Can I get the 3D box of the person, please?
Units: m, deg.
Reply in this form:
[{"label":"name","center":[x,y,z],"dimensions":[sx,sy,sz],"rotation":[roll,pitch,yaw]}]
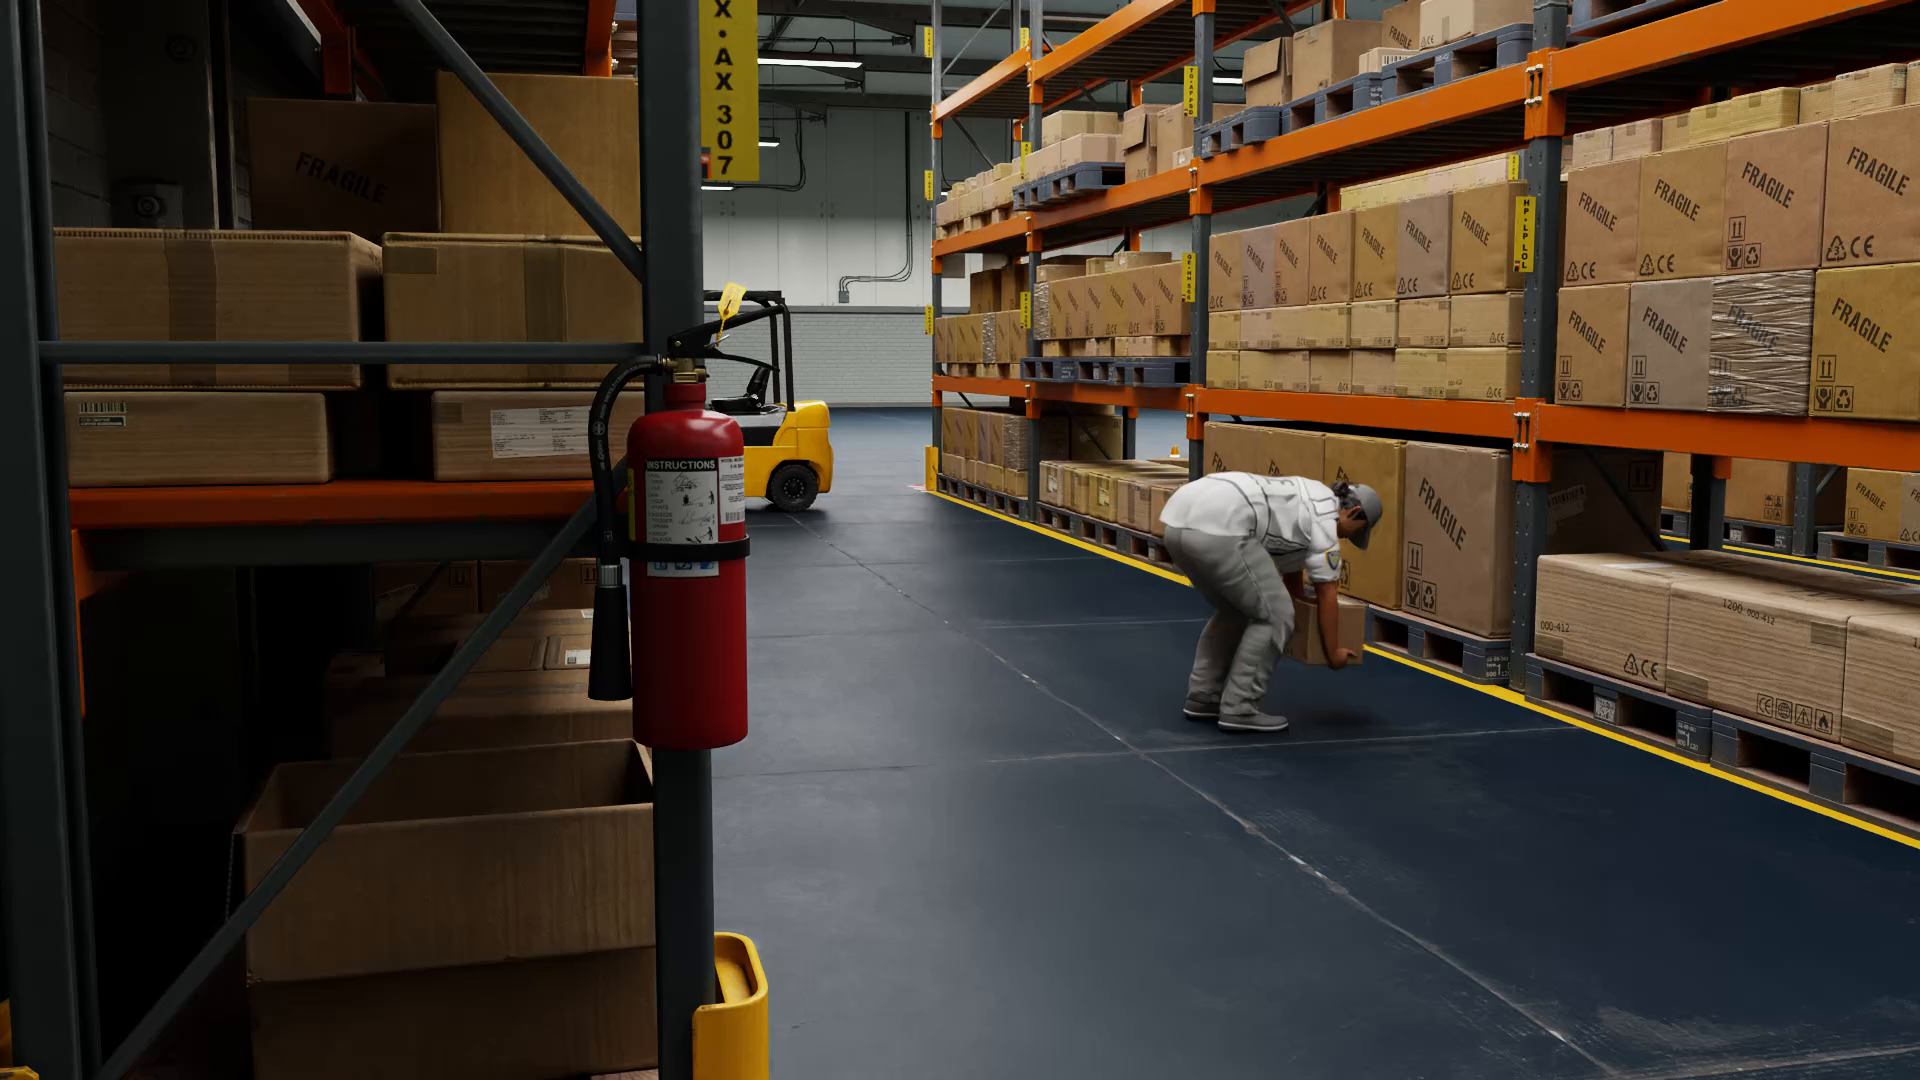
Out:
[{"label":"person","center":[1.295,0.238,6.861],"dimensions":[0.952,1.047,0.476],"rotation":[-2,6,-16]}]
